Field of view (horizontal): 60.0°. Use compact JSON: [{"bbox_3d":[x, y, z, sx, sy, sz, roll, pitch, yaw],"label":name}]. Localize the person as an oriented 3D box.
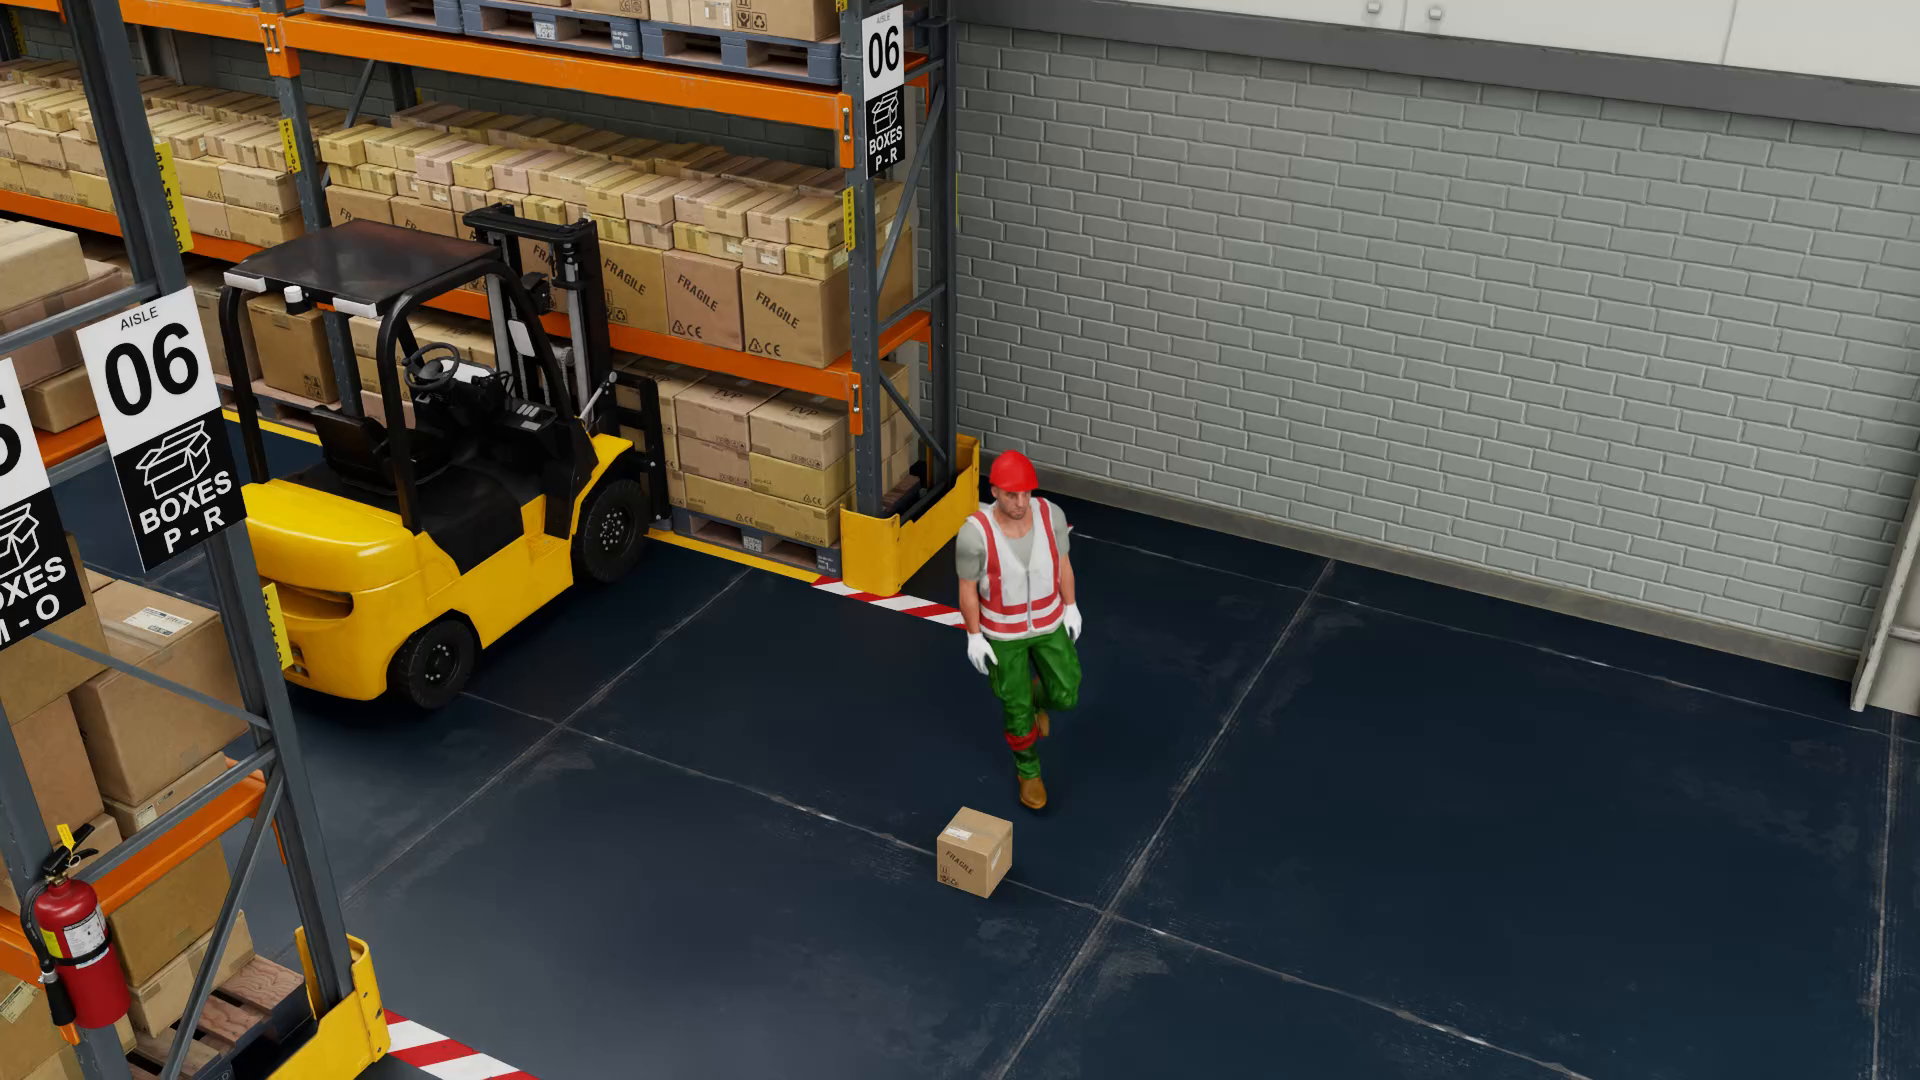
[{"bbox_3d":[0.263,0.365,7.590,0.607,1.780,0.597,-9,31,-15],"label":"person"}]
